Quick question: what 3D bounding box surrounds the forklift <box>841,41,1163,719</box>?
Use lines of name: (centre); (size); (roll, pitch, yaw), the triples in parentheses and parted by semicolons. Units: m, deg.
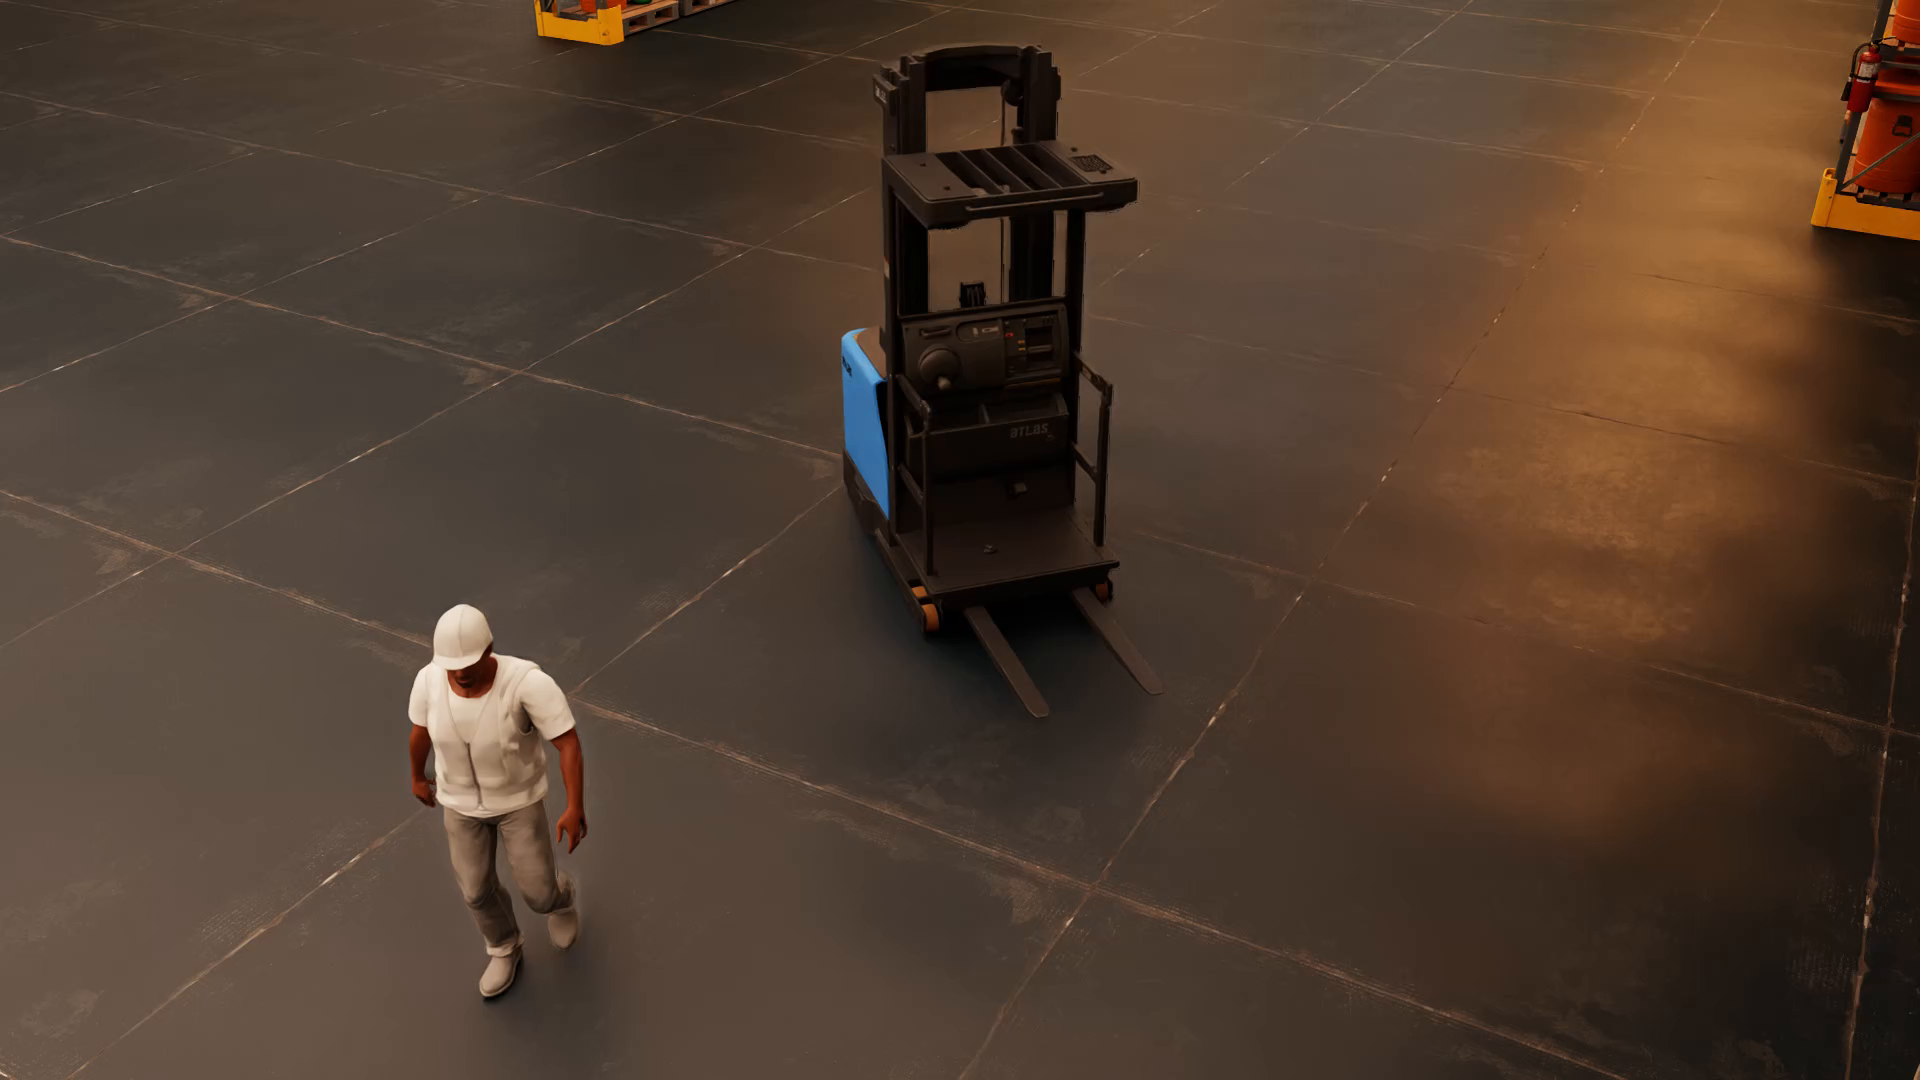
forklift: (0.214, -0.983, 8.775); (1.130, 2.935, 3.031); (-9, 31, -16)

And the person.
person: (-1.811, 1.000, 6.525); (0.771, 1.746, 0.489); (1, 30, 2)
